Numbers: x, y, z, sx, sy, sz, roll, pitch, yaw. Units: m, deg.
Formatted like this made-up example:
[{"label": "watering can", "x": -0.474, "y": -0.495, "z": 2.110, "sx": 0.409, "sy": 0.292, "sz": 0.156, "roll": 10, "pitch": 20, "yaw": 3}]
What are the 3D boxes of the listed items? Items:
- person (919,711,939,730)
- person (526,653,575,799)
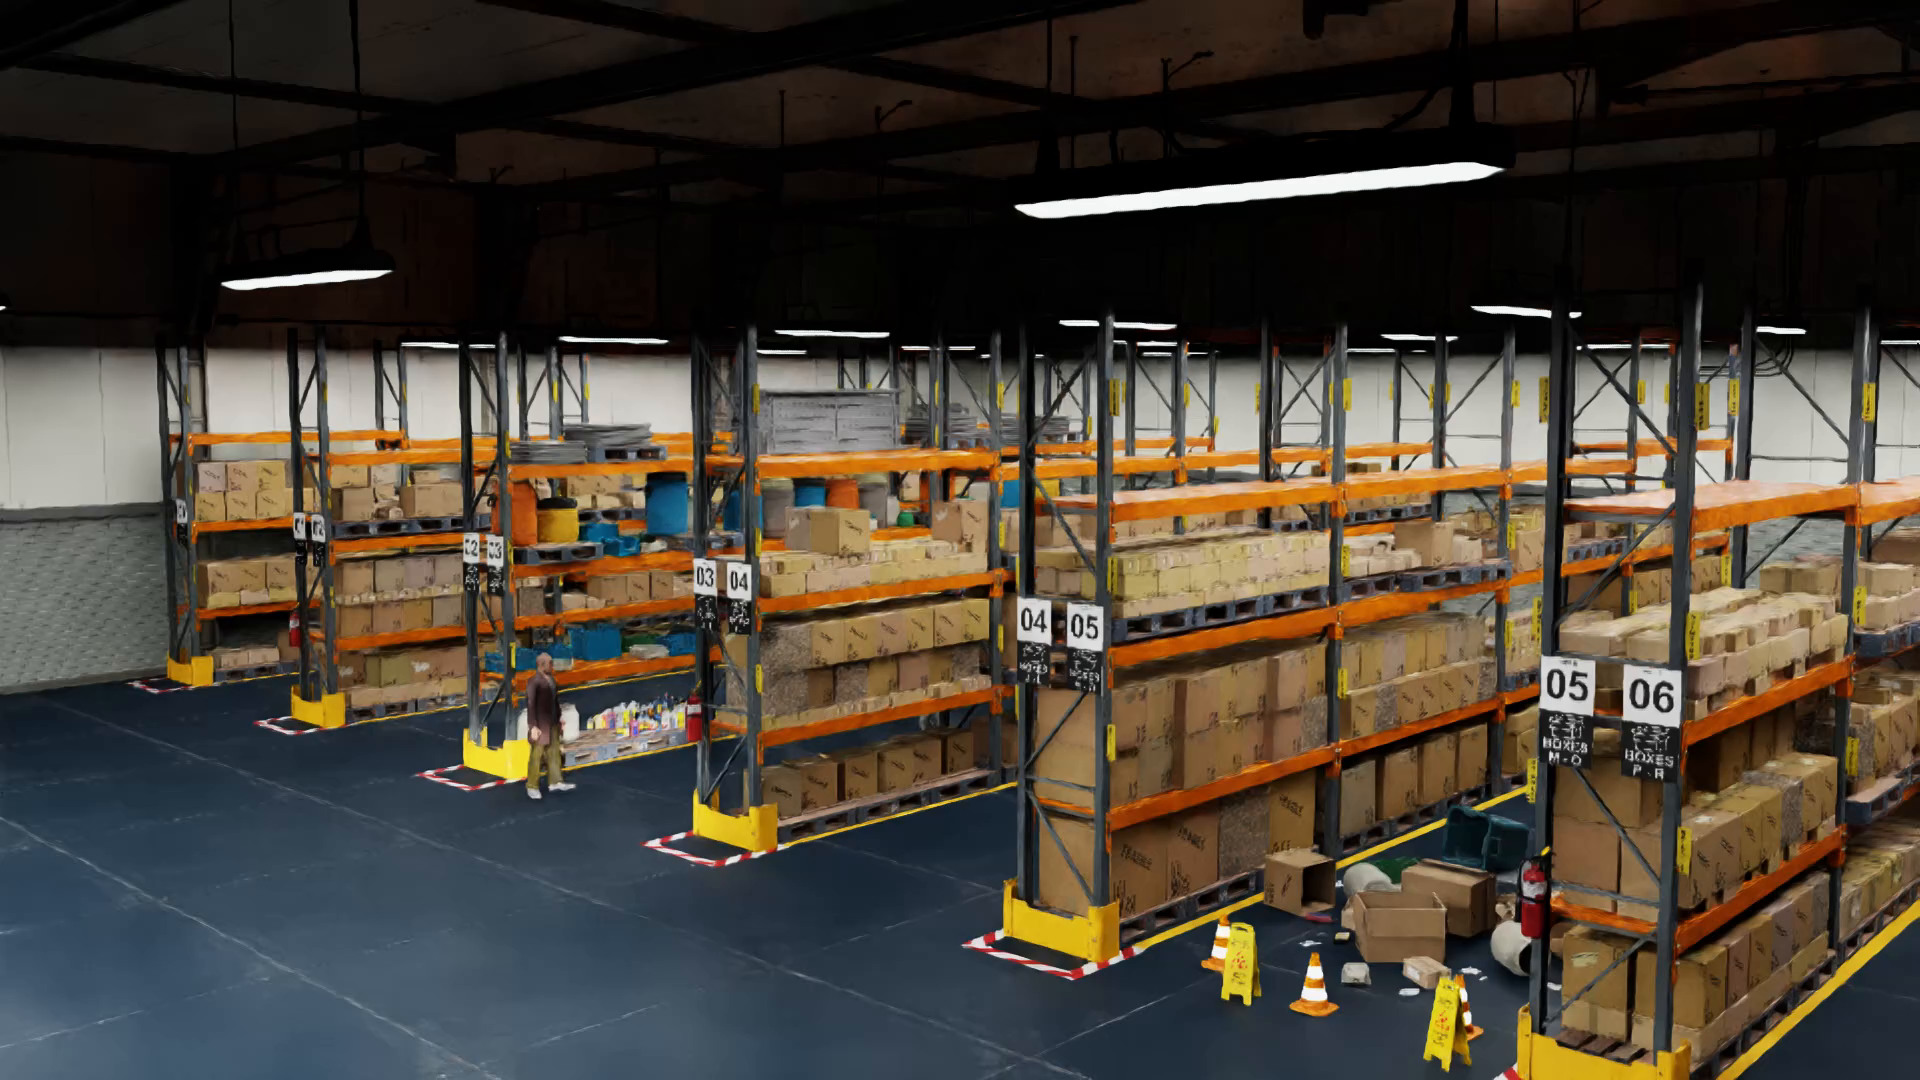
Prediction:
[{"label": "person", "x": -0.324, "y": 2.188, "z": 23.207, "sx": 0.580, "sy": 1.618, "sz": 0.507, "roll": 5, "pitch": 7, "yaw": 42}, {"label": "person", "x": -5.161, "y": 2.302, "z": 20.845, "sx": 0.518, "sy": 1.790, "sz": 0.654, "roll": 2, "pitch": 6, "yaw": 17}]
